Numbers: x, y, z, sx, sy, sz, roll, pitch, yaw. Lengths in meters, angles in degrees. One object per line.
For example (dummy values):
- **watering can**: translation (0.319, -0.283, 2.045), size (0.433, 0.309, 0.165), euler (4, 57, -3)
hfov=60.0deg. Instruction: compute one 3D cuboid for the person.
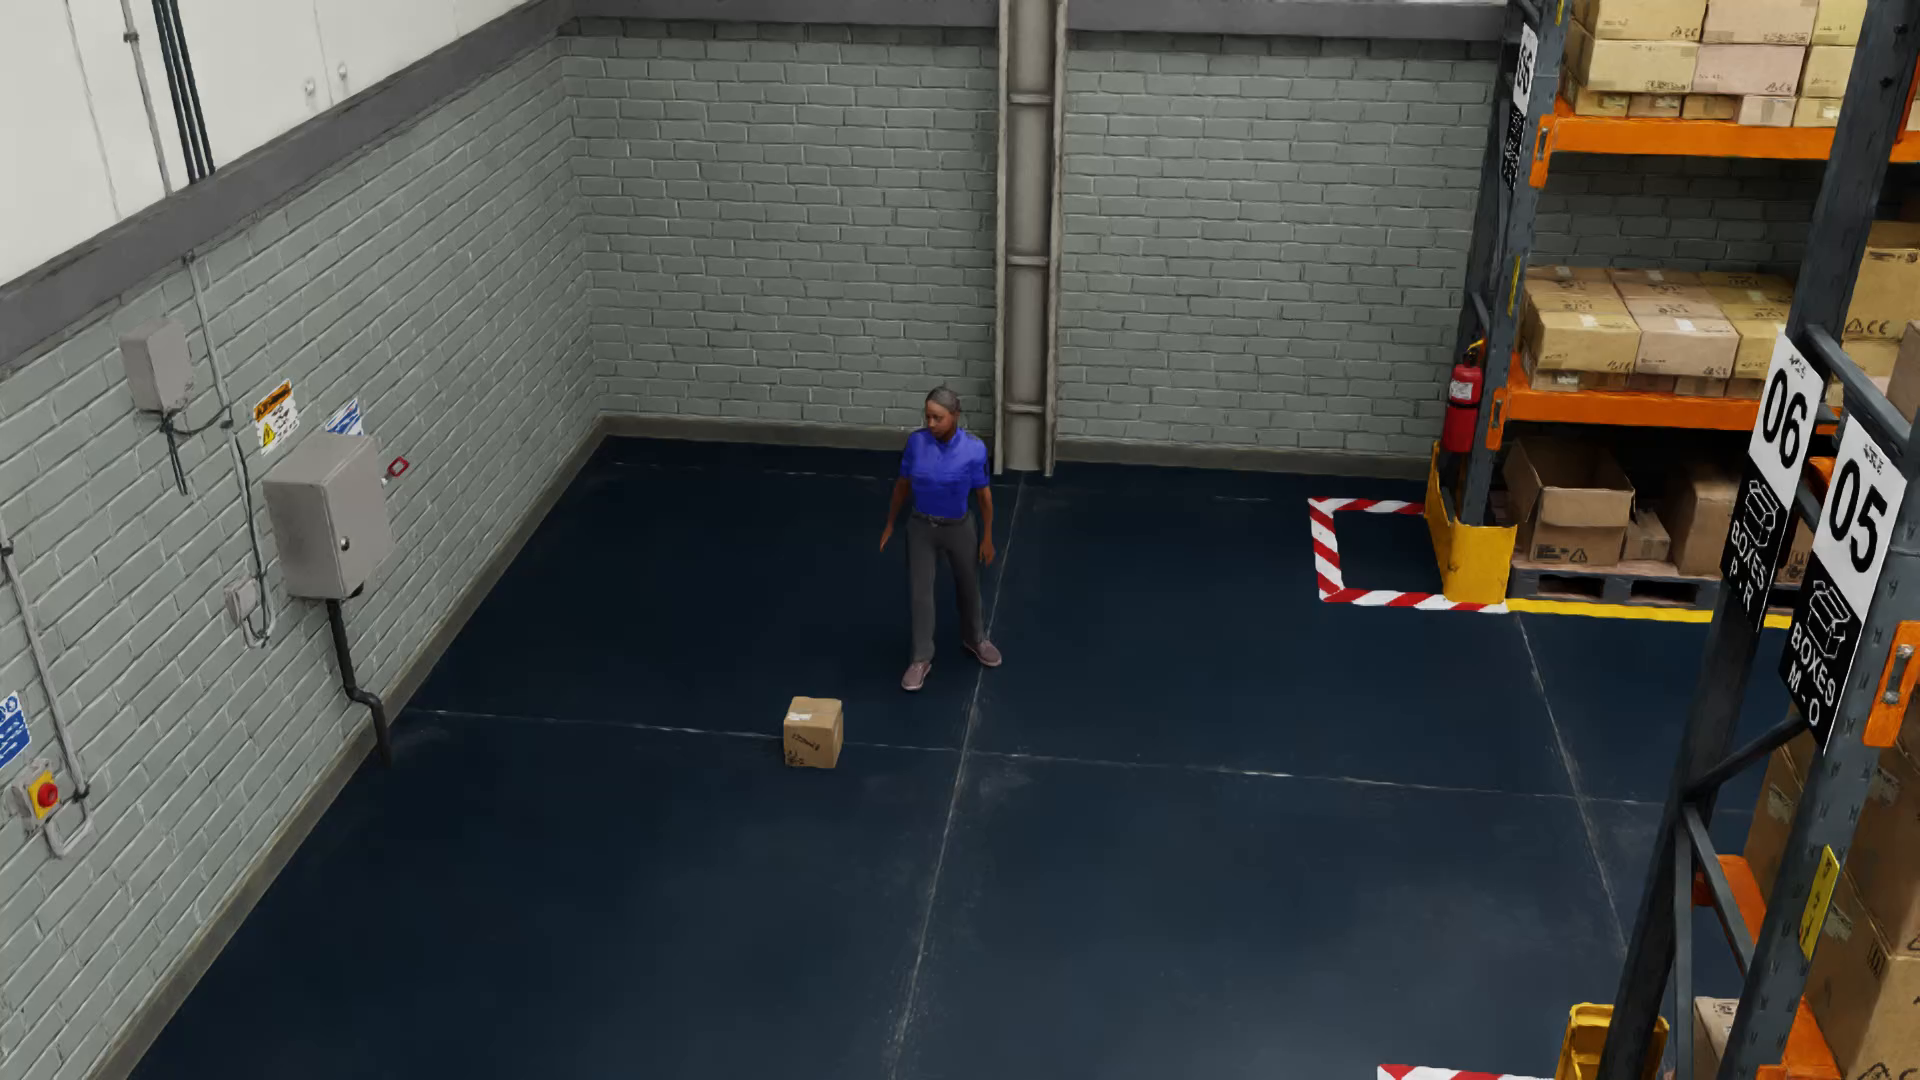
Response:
- **person**: translation (-0.107, -0.031, 8.653), size (0.648, 1.646, 0.566), euler (5, 29, 9)
